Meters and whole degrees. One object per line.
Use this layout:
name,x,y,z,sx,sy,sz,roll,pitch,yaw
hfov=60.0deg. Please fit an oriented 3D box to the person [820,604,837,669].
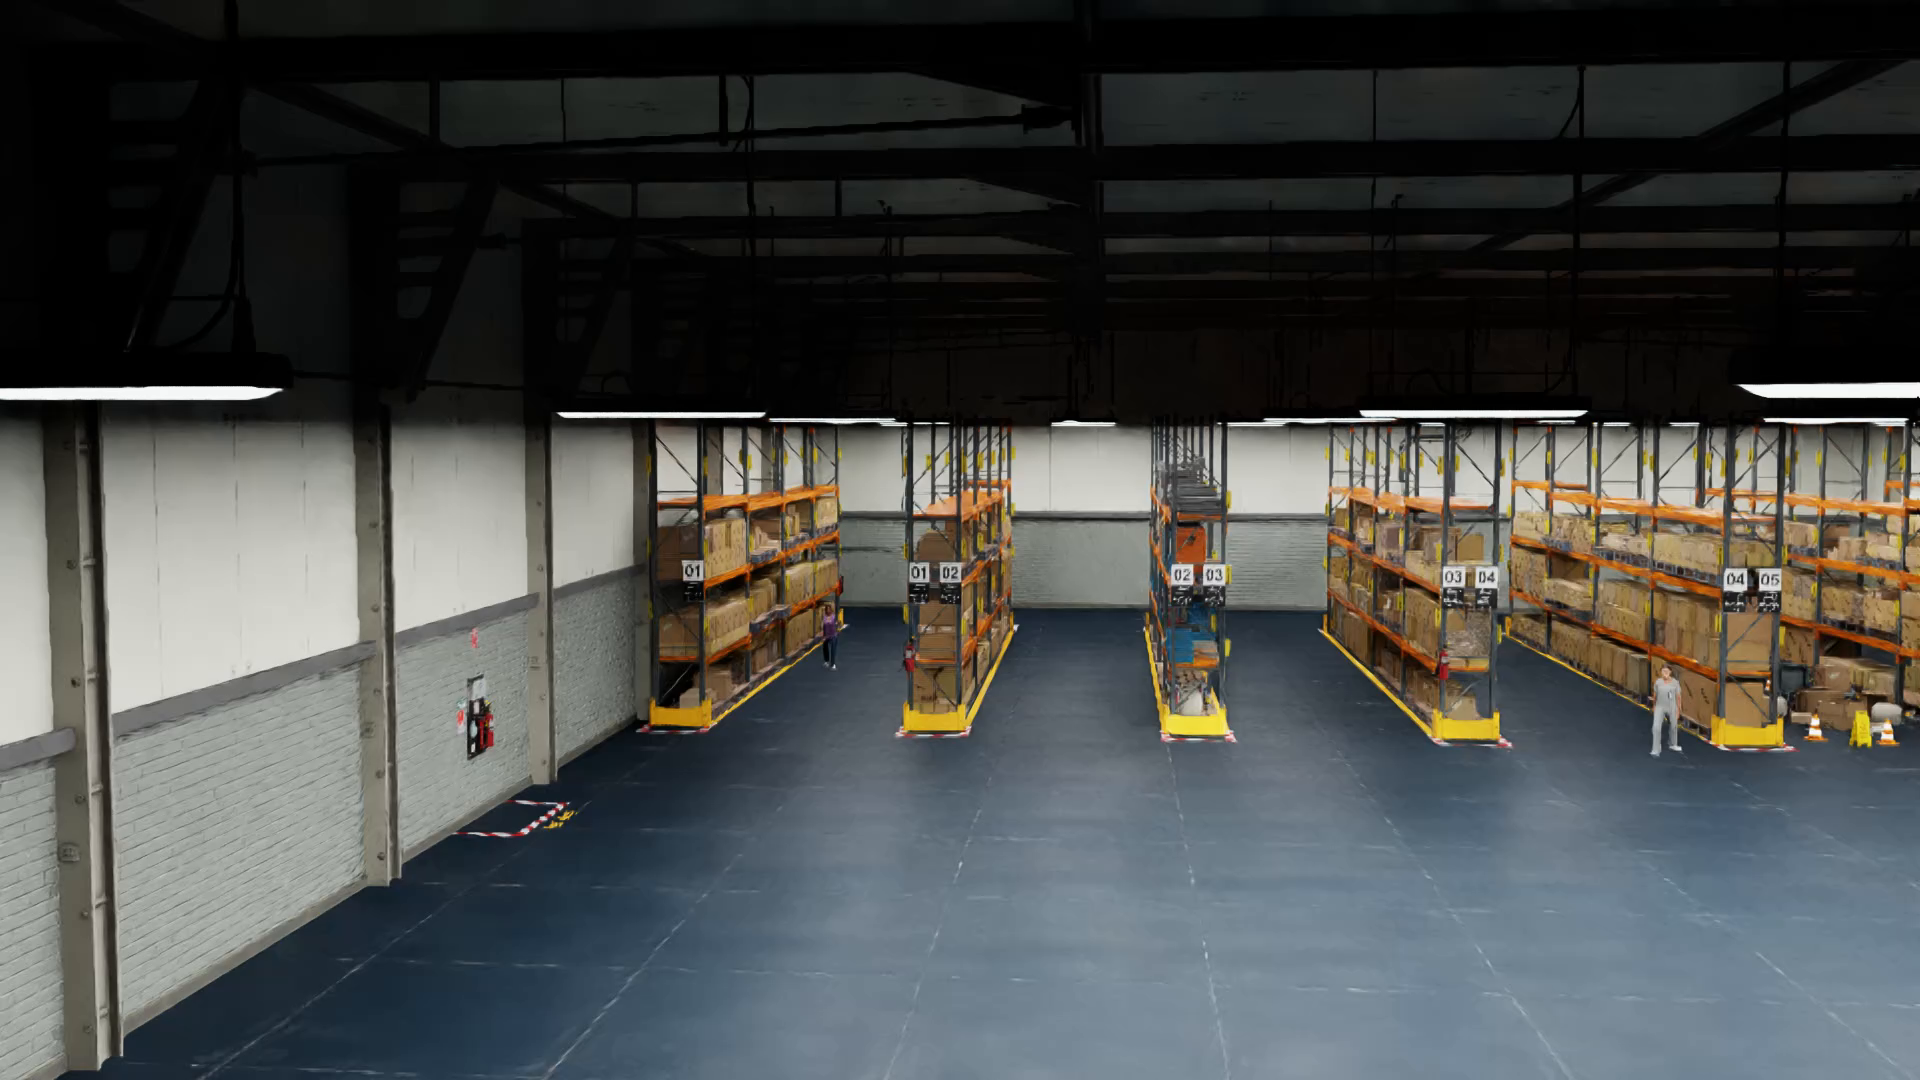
person,-3.127,2.281,39.567,0.411,1.533,0.957,0,4,-3

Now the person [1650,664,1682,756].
person,12.379,2.957,29.120,0.490,1.612,0.958,2,4,27

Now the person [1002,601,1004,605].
person,1.030,1.441,50.891,0.709,1.701,0.797,-1,4,-14
